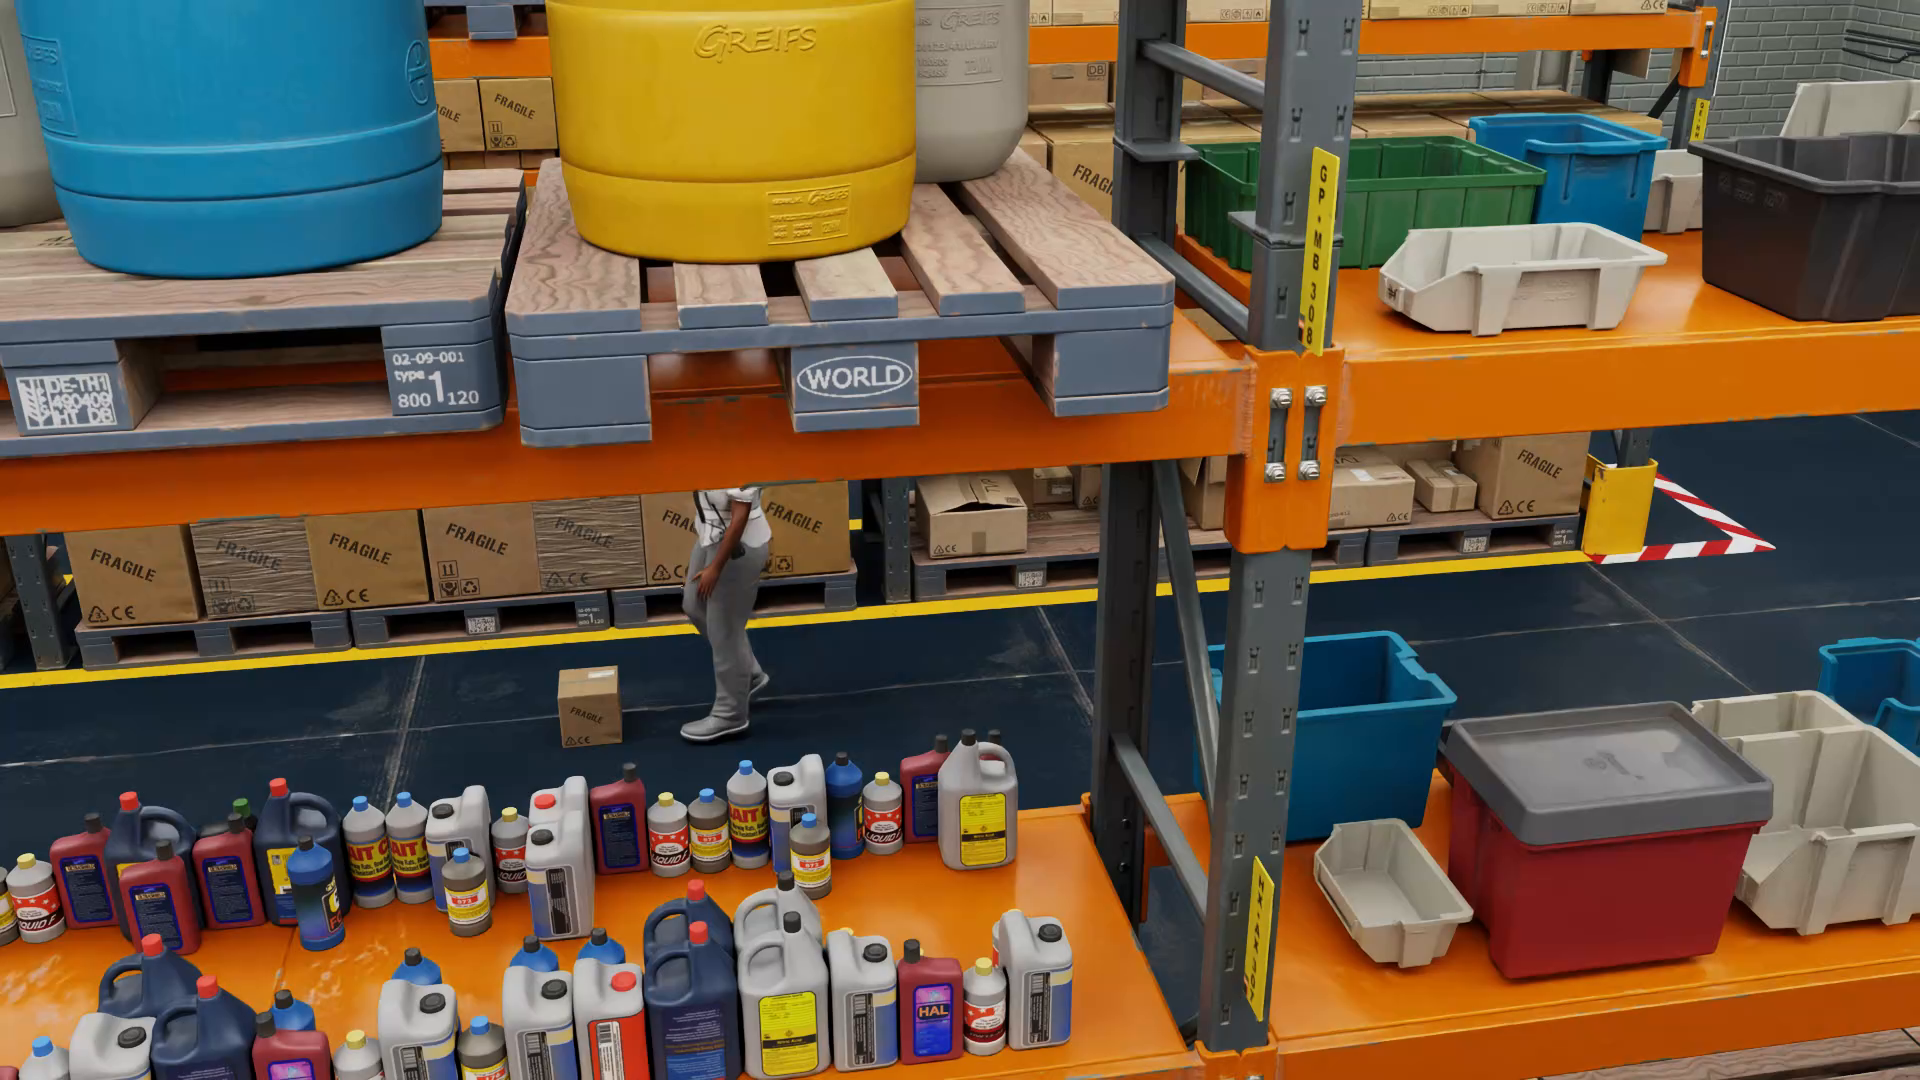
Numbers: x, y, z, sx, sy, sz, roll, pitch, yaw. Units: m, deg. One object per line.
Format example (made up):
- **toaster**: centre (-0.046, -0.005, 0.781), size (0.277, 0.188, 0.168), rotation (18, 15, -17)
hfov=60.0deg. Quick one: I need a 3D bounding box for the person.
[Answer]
- **person**: centre (-1.001, 0.044, 6.944), size (0.453, 1.731, 0.496), rotation (-6, 24, -14)
